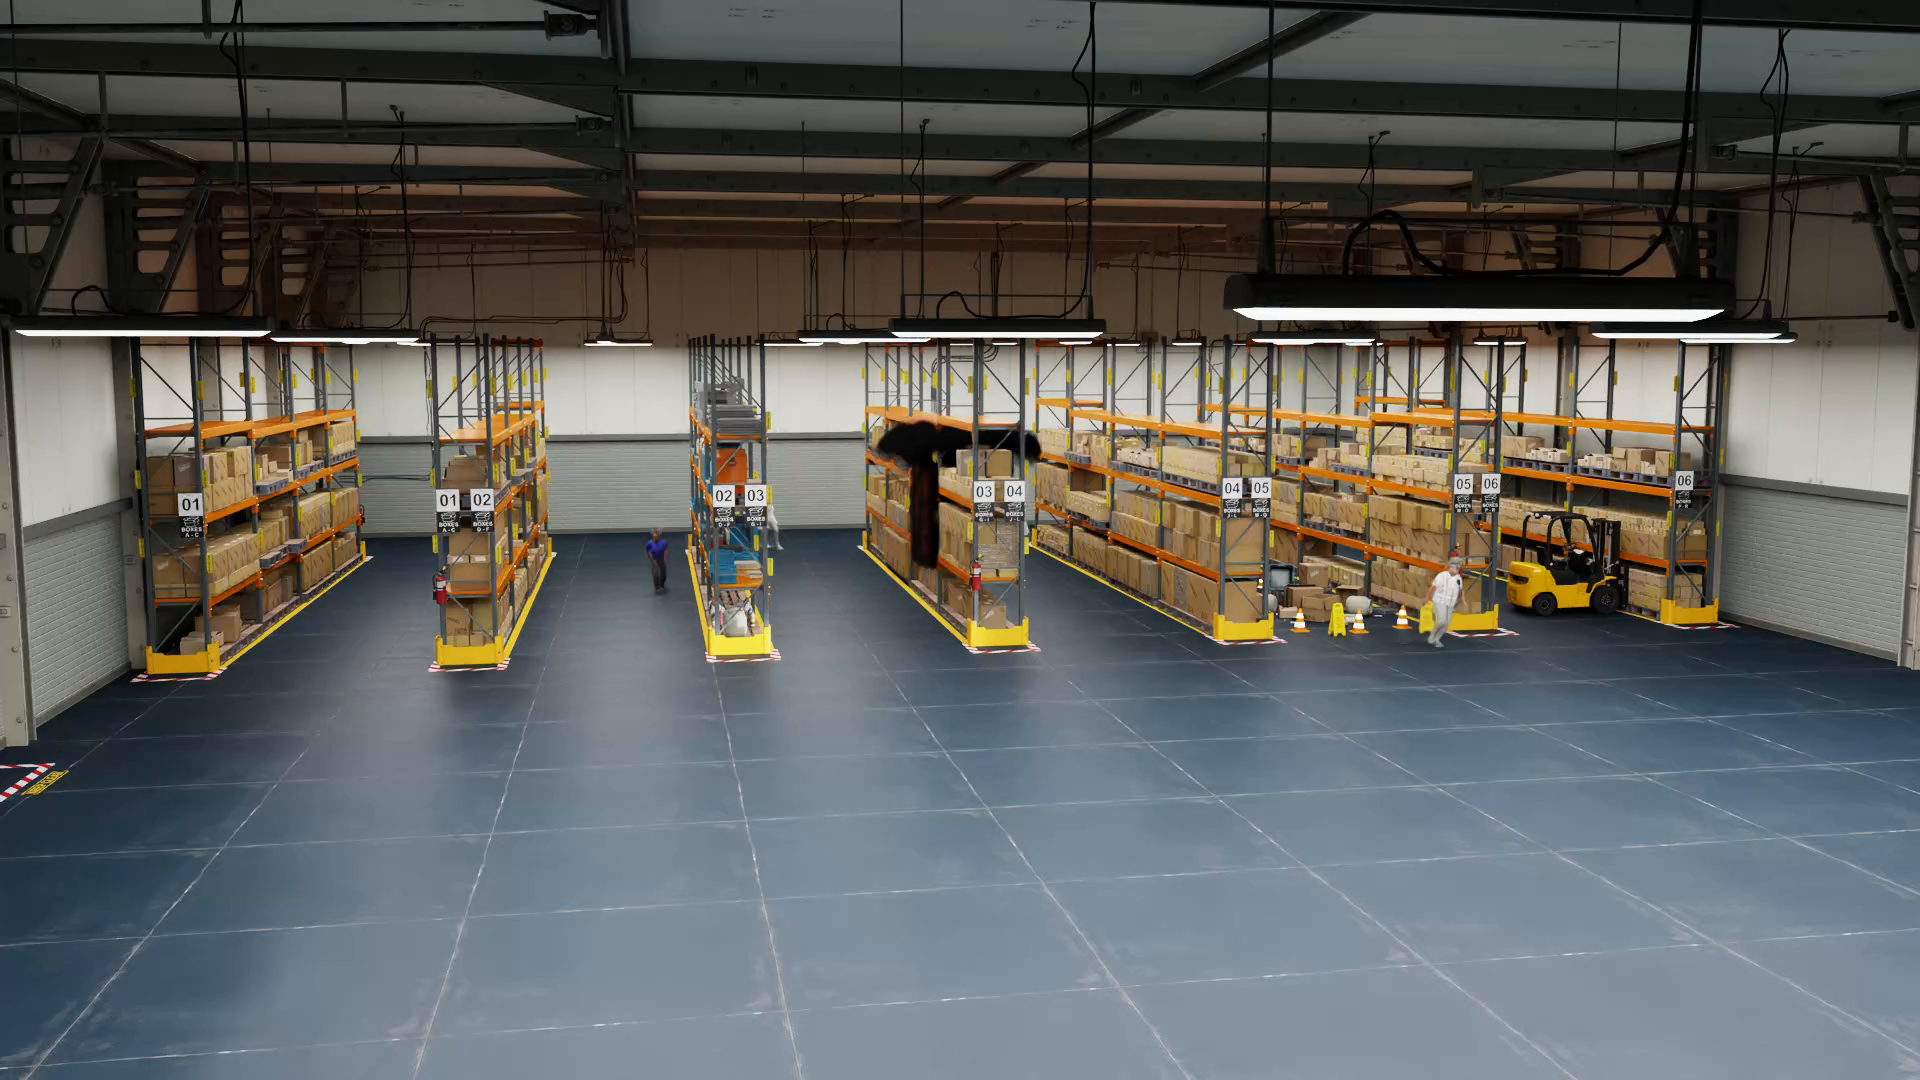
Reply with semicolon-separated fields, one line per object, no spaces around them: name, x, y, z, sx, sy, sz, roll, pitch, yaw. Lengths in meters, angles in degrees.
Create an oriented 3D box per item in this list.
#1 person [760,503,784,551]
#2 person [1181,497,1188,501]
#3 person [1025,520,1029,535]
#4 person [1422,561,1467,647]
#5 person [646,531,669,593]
person;-5.571;-0.585;47.511;0.768;1.776;0.812;-5;8;-39
person;6.134;-0.282;45.026;0.699;1.719;0.975;-4;8;-32
person;1.371;0.071;39.597;0.582;1.726;0.636;-2;7;-16
person;9.345;1.227;31.963;0.663;1.704;0.664;-3;7;-24
person;-7.110;0.495;39.171;0.604;1.501;0.827;-3;7;-23
